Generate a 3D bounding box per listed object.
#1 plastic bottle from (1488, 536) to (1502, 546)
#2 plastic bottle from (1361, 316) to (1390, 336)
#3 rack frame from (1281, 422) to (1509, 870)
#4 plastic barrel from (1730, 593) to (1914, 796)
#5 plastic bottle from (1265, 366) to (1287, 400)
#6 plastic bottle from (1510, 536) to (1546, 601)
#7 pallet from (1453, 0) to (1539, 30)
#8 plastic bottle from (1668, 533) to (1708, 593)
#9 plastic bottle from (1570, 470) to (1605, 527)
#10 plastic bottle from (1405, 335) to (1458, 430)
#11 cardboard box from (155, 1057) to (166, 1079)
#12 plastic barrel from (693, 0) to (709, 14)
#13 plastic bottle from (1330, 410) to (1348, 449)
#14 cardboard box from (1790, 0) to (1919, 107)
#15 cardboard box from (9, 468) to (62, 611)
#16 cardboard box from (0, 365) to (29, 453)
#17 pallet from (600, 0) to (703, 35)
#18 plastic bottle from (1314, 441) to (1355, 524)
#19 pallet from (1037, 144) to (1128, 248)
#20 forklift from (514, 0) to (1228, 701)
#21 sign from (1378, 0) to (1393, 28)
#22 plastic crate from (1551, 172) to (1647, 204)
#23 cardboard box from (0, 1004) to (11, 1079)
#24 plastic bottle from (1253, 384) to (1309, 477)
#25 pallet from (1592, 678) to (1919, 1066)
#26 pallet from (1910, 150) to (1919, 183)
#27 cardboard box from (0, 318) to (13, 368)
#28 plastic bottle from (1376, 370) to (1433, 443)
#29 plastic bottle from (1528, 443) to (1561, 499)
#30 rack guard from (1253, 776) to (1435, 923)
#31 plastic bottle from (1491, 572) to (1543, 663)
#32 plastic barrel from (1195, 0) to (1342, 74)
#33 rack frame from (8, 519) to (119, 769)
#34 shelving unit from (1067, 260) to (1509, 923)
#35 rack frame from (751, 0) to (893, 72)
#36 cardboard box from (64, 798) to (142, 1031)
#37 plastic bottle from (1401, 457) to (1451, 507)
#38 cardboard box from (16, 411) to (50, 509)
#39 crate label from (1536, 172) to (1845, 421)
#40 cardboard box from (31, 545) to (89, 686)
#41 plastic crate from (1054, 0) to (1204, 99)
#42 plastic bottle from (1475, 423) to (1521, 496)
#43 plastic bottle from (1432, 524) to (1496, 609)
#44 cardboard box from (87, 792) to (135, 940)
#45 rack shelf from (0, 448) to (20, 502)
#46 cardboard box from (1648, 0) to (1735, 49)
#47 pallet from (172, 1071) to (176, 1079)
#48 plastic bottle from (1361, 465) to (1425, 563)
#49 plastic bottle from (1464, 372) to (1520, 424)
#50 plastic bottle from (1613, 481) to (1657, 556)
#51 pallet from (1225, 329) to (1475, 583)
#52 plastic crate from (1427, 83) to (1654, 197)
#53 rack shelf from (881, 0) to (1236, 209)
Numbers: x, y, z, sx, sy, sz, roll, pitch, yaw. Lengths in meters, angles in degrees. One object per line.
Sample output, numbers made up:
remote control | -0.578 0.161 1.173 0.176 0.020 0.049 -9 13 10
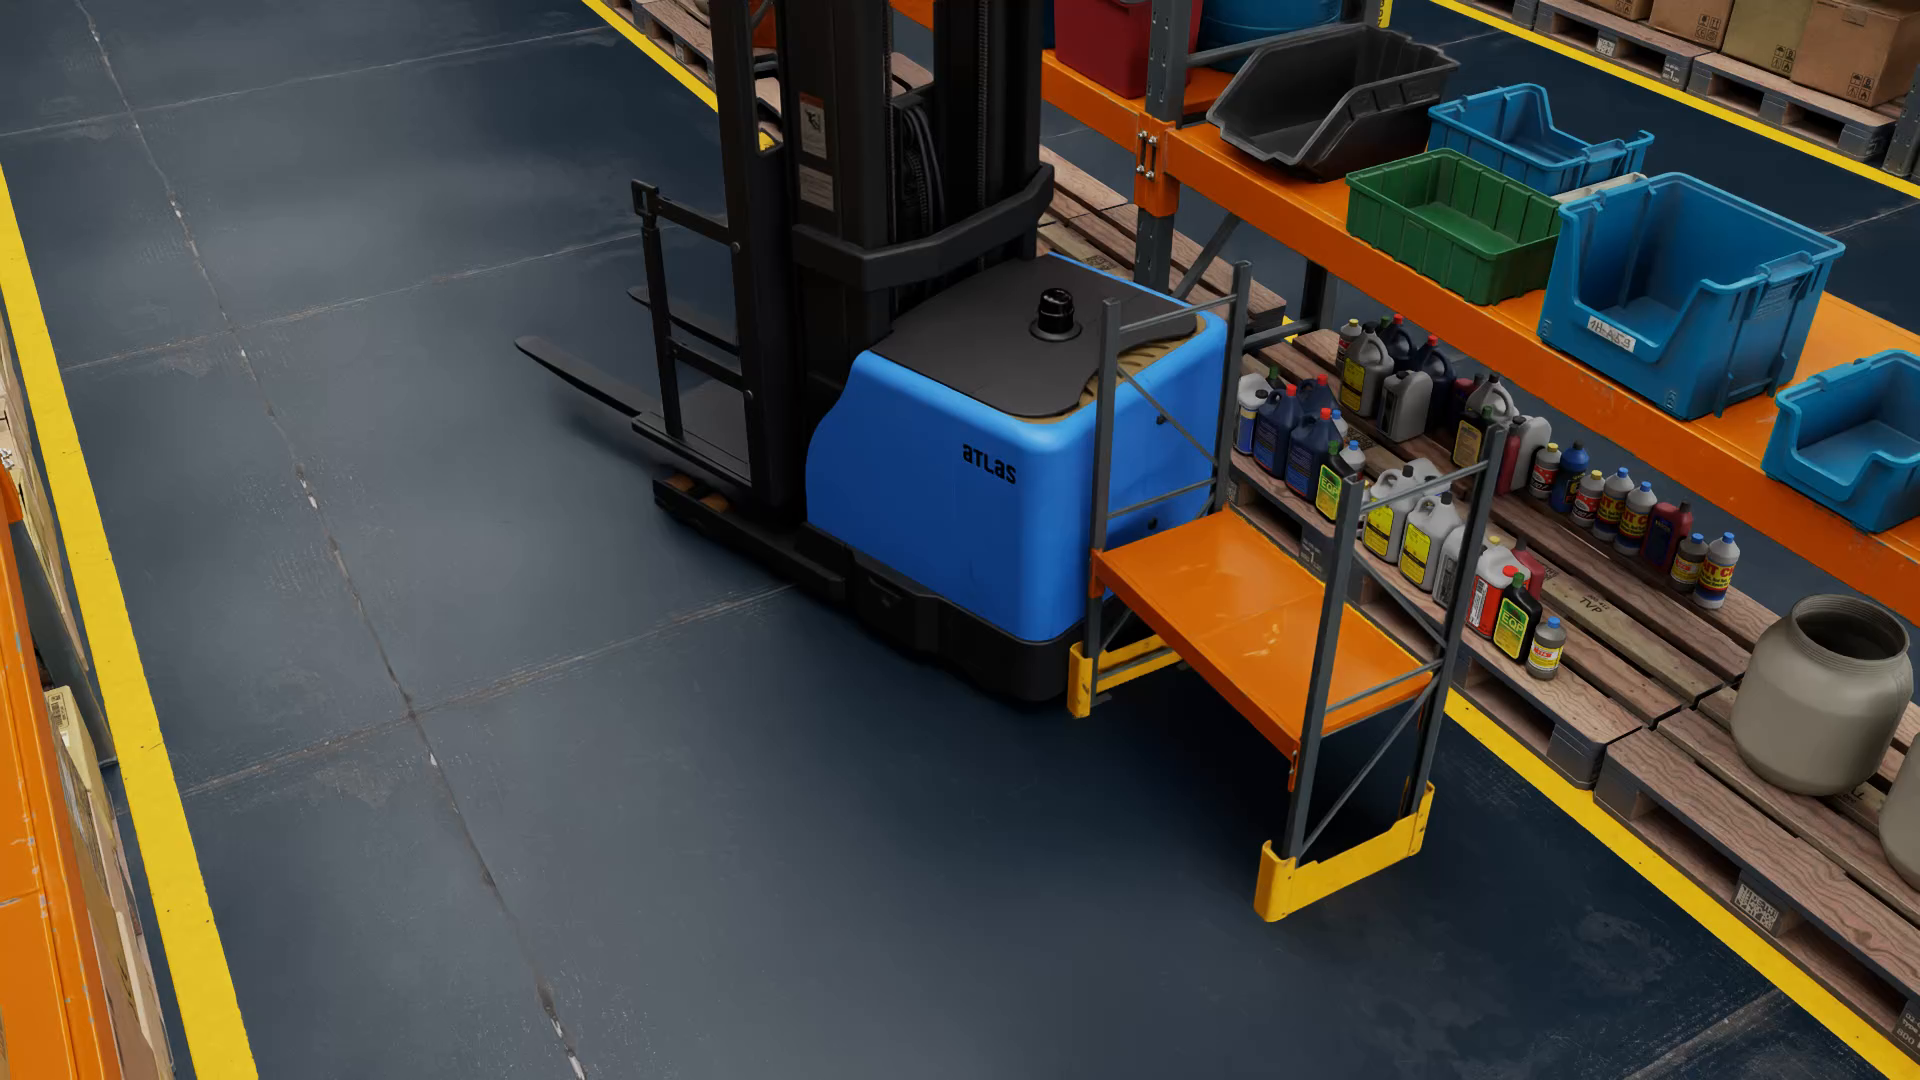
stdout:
plastic bottle | 1.782 0.078 5.600 0.097 0.201 0.097 0 36 0
plastic bottle | 1.675 -0.787 6.715 0.061 0.283 0.133 -17 39 -22
rack frame | 1.124 0.396 4.437 0.500 1.500 0.032 -19 40 -24
plastic barrel | 2.509 0.452 4.841 0.421 0.512 0.421 0 36 0
plastic bottle | 1.207 -0.517 6.345 0.061 0.283 0.133 -19 40 -24
plastic bottle | 1.845 0.130 5.459 0.061 0.283 0.133 -19 40 -24
pallet | 3.812 -3.837 11.324 1.003 0.211 1.213 -19 40 -24
plastic bottle | 2.464 0.068 5.613 0.097 0.201 0.097 0 36 0
plastic bottle | 2.244 -0.155 5.919 0.097 0.201 0.097 0 36 0
plastic bottle | 1.817 -0.621 6.430 0.144 0.351 0.185 -21 41 -26
cardboard box | -1.956 1.488 3.645 0.500 0.250 0.500 -19 40 -24
plastic barrel | -1.483 -3.565 10.341 0.421 0.512 0.421 0 36 0
plastic bottle | 1.372 -0.357 6.136 0.097 0.271 0.097 0 36 0
cardboard box | 5.141 -2.809 9.300 0.700 0.500 0.500 -22 42 -27
cardboard box | -3.129 0.042 5.150 0.500 0.311 0.500 -19 40 -24
cardboard box | -3.637 -0.479 5.862 0.500 0.311 0.500 -20 41 -25
pallet | -1.902 -3.779 11.245 1.003 0.211 1.213 -19 40 -24
plastic bottle | 1.337 -0.207 5.921 0.061 0.283 0.133 -17 39 -22
pallet | 0.103 -1.740 8.453 1.003 0.211 1.213 -19 40 -24
forklift | -0.532 -1.398 5.680 3.031 2.935 1.130 28 44 32
sign | 1.629 -2.123 6.379 0.100 0.325 0.005 -19 40 -24
plastic crate | 2.183 -0.995 5.292 0.530 0.136 0.437 -19 40 -24
cardboard box | -1.863 0.848 2.461 0.700 0.500 0.500 -19 40 -24
plastic bottle | 1.195 -0.427 6.165 0.144 0.351 0.185 -18 40 -23
pallet | 2.675 0.871 4.878 1.003 0.211 1.213 -19 40 -24
pallet | 5.799 -1.864 8.623 1.003 0.211 1.213 -19 40 -24
cardboard box | -4.159 -0.772 6.739 0.500 0.250 0.500 -18 40 -23
plastic bottle | 1.702 -0.534 6.374 0.152 0.276 0.135 -19 40 -24
plastic bottle | 2.141 -0.260 6.062 0.097 0.201 0.097 0 36 0
rack guard | 1.114 0.890 4.819 0.587 0.250 0.087 -19 40 -24
plastic bottle | 1.782 0.244 5.302 0.061 0.283 0.133 -18 40 -23
plastic barrel | 1.216 -2.343 6.490 0.600 0.901 0.708 -19 40 -24
rack frame | -3.136 -0.388 4.238 1.000 3.000 0.127 -19 40 -24
shelving unit | 0.867 0.131 4.800 0.587 1.500 1.083 -19 40 -24
rack frame | -0.861 -3.894 9.038 1.000 3.000 0.127 -19 40 -24
cardboard box | -2.219 0.934 3.768 0.500 0.500 0.500 -19 40 -24
plastic bottle | 1.619 -0.141 5.836 0.152 0.276 0.135 -19 40 -24
cardboard box | -3.643 -0.251 6.025 0.500 0.250 0.500 -20 41 -25
crate label | 1.999 -0.687 4.617 0.502 0.435 0.616 -19 40 -24
cardboard box | -3.125 0.274 5.307 0.500 0.250 0.500 -20 41 -25
plastic crate | 0.640 -2.036 6.440 0.402 0.464 0.583 -19 40 -24
plastic bottle | 1.966 -0.313 6.066 0.061 0.283 0.133 -19 40 -24
plastic bottle | 1.683 0.094 5.514 0.152 0.276 0.135 -20 41 -25
cardboard box | -2.472 0.982 4.337 0.500 0.250 0.500 -19 40 -24
rack shelf | -4.141 -1.118 5.847 1.077 0.370 4.000 -19 40 -24
cardboard box | 4.636 -3.343 10.031 0.700 0.500 0.500 -23 42 -28
pallet | -2.156 1.779 3.636 1.003 0.211 1.213 -19 40 -24
plastic bottle | 1.503 -0.114 5.736 0.144 0.351 0.185 -19 40 -24
plastic bottle | 1.980 -0.456 6.205 0.144 0.351 0.185 -19 40 -24
plastic bottle | 2.344 -0.082 5.759 0.097 0.271 0.097 0 36 0
pallet | 1.450 -0.373 6.582 1.003 0.211 1.213 -19 40 -24
plastic crate | 1.939 -1.310 5.627 0.499 0.251 0.616 -19 40 -24
rack shelf | 0.143 -2.583 7.854 1.077 0.370 4.000 -19 40 -24
